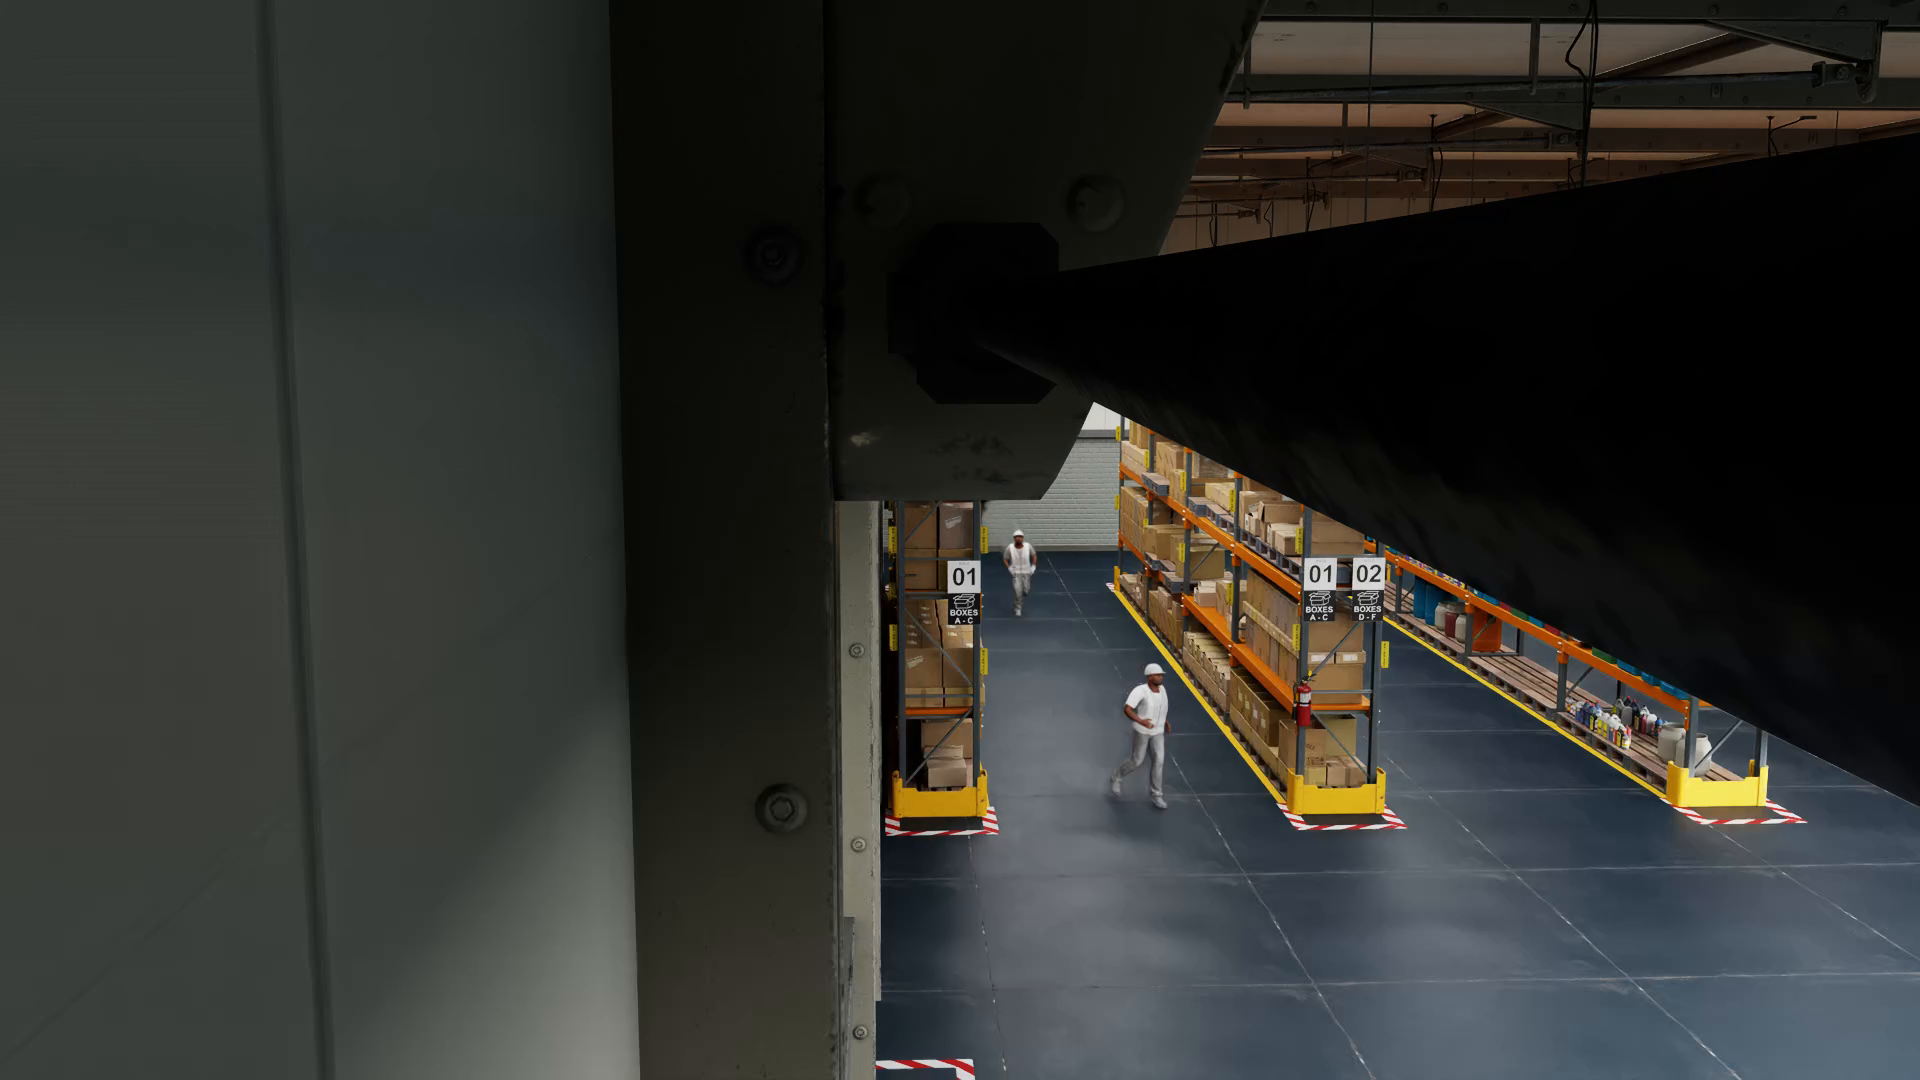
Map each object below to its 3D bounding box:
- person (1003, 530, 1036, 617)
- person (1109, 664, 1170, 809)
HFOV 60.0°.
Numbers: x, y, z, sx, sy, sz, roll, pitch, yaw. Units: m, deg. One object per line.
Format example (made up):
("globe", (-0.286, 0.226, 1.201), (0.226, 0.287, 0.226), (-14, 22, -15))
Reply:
("person", (1.203, 0.663, 33.452), (0.694, 1.743, 0.670), (-1, 8, -5))
("person", (2.420, 2.435, 21.072), (0.760, 1.741, 0.968), (-5, 10, -33))
